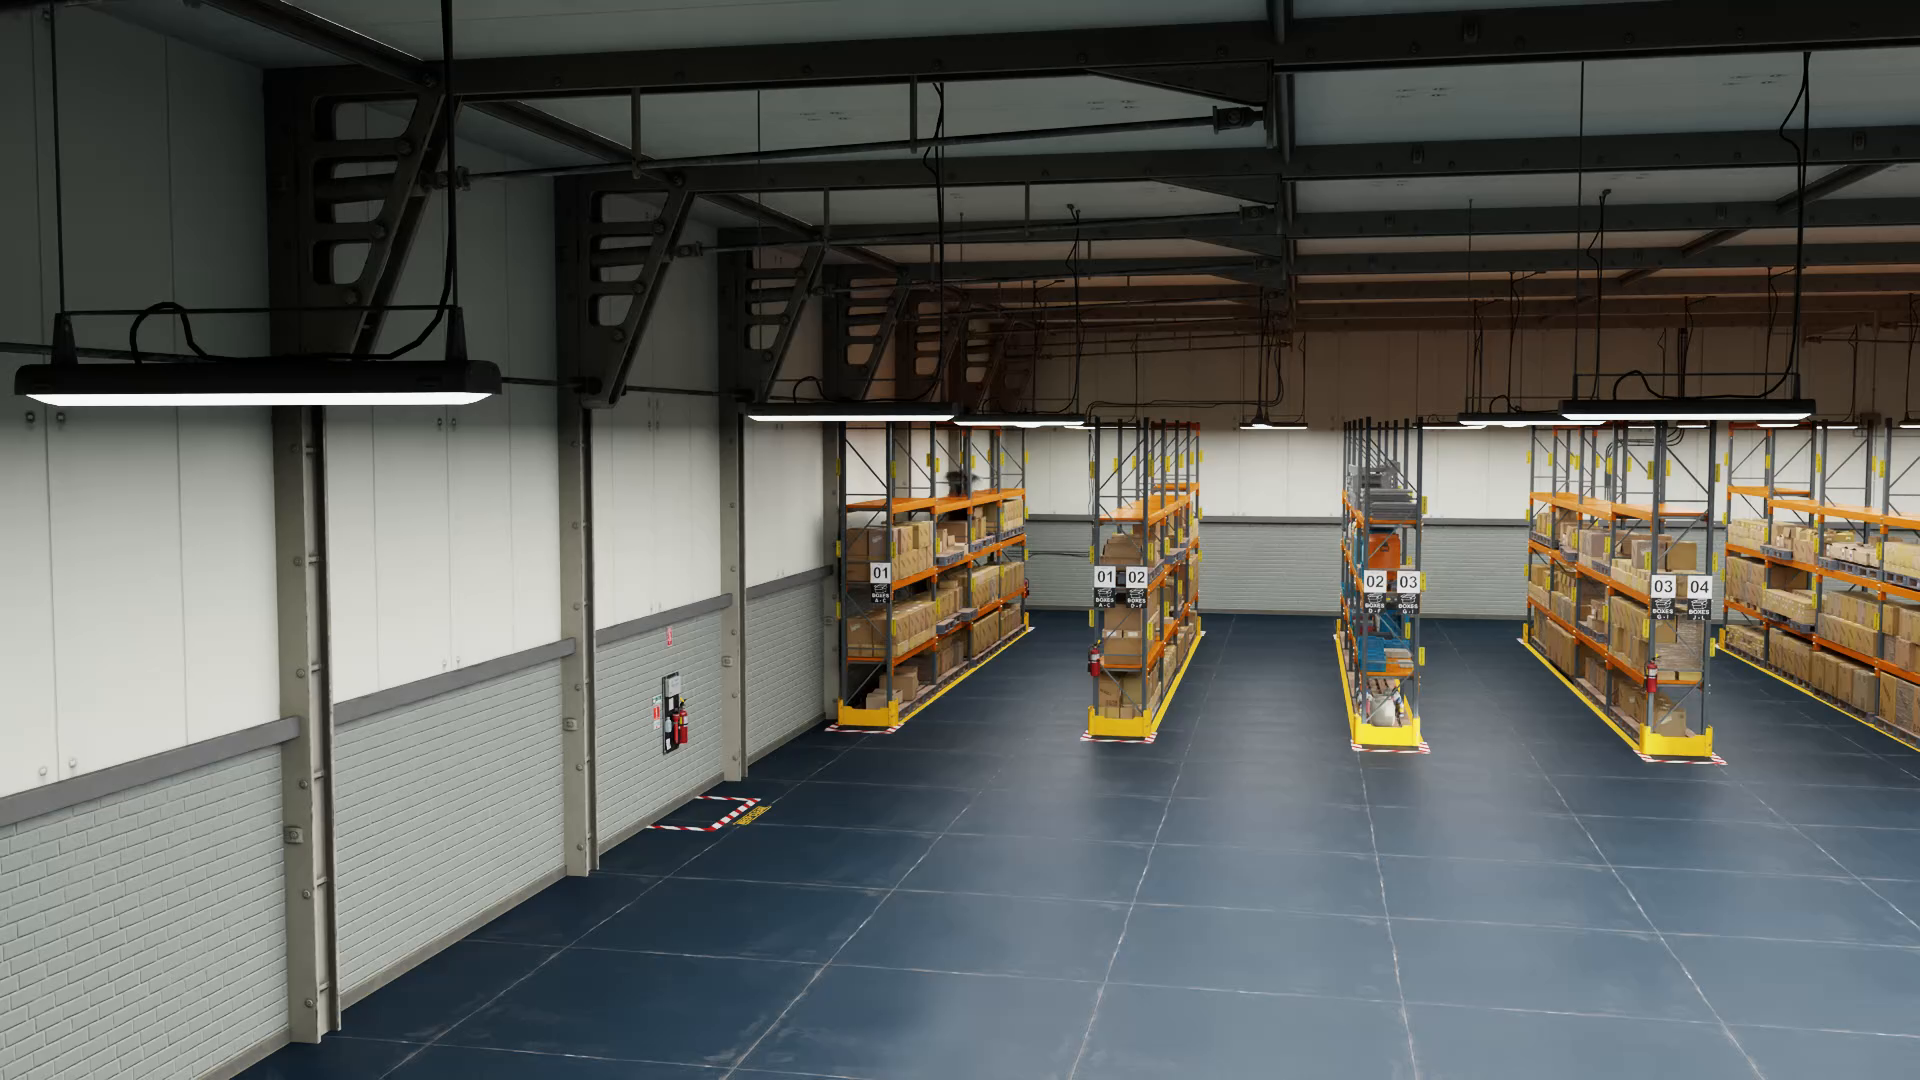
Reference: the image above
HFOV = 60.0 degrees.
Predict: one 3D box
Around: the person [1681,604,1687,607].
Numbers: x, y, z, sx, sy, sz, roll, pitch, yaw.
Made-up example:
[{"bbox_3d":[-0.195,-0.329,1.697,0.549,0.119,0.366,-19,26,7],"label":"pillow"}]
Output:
[{"bbox_3d":[19.203,1.975,44.645,0.786,1.712,0.891,-4,5,-45],"label":"person"}]
